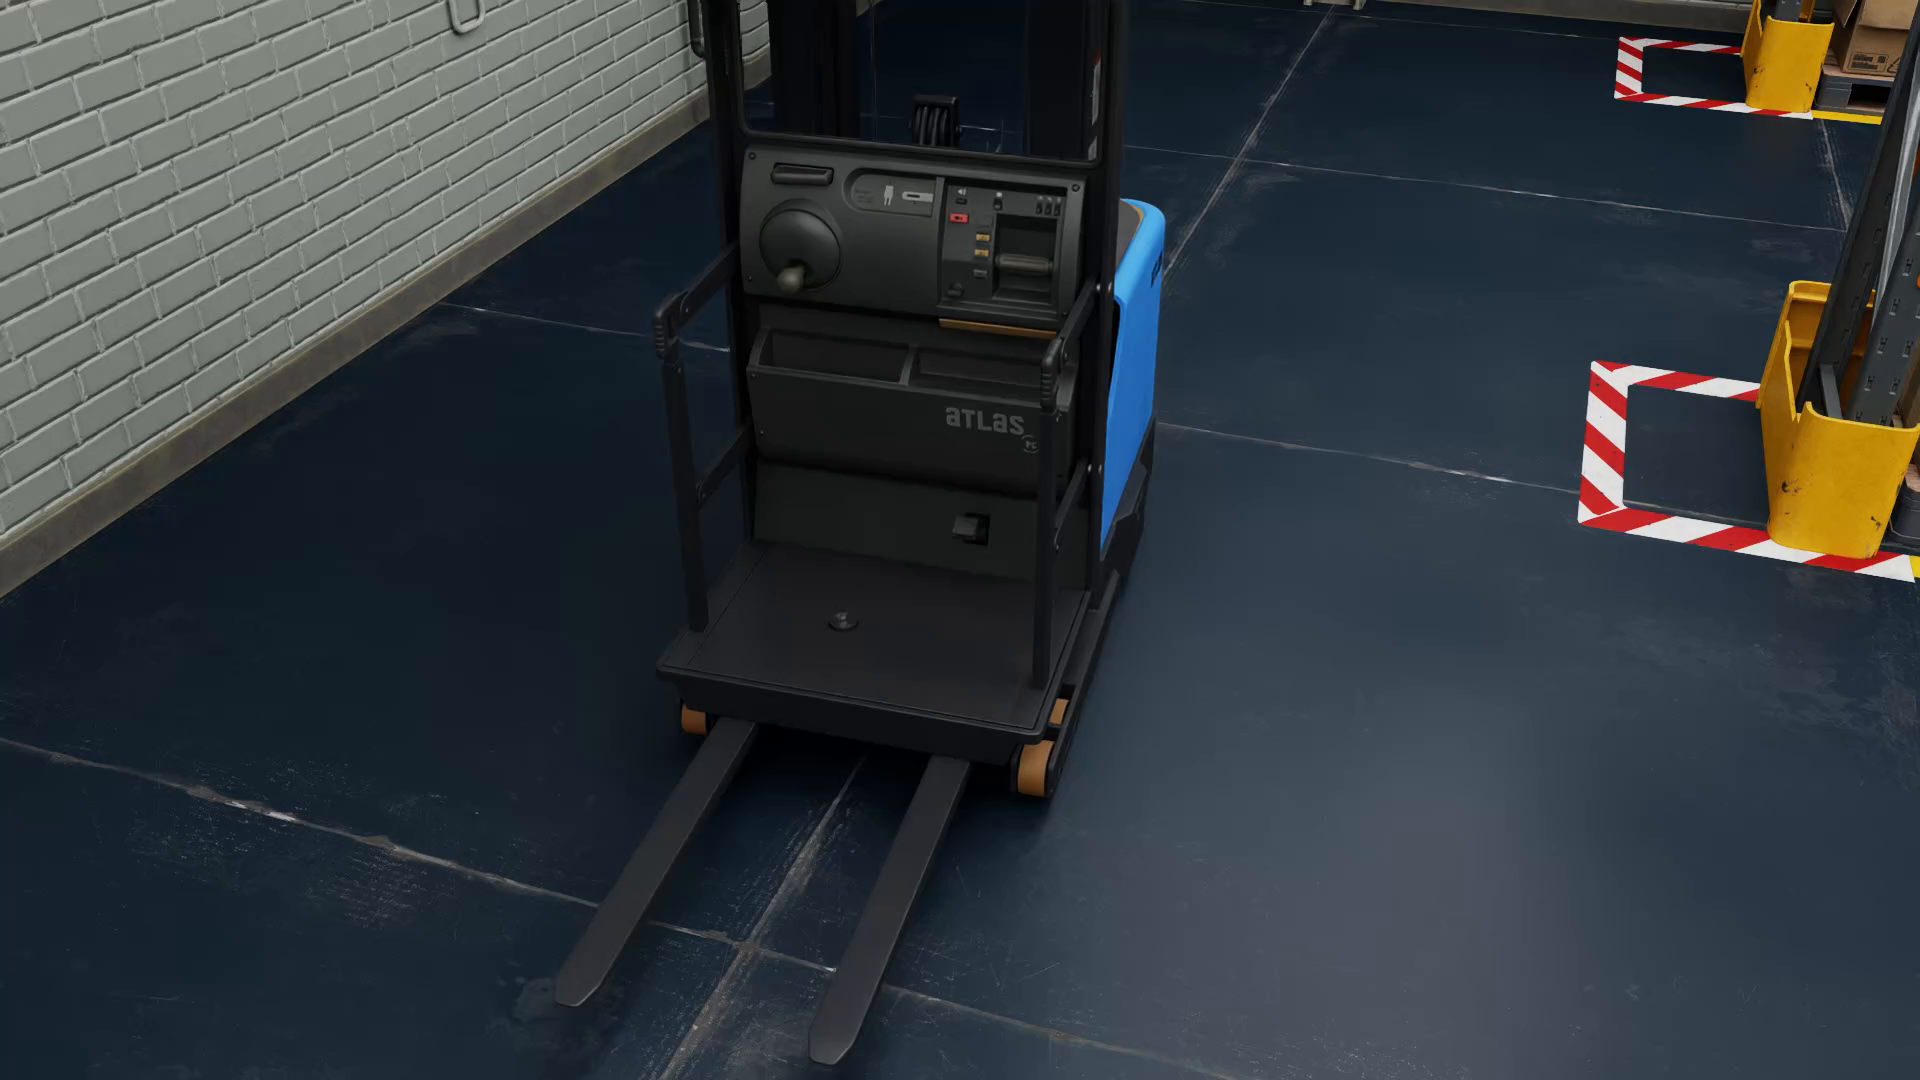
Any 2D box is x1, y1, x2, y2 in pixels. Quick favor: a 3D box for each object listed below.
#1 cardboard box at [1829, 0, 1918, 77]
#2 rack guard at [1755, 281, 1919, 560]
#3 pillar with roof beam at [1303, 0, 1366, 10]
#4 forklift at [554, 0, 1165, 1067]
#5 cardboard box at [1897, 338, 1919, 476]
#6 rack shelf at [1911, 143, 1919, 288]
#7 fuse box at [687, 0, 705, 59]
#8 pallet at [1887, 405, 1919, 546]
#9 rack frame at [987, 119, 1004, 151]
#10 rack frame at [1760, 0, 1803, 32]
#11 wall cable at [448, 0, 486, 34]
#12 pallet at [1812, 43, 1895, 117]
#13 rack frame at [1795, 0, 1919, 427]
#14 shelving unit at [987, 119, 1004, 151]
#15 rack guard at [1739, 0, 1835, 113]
[{"bbox_3d":[5.382,-3.011,9.562,0.637,0.503,0.797,10,34,15],"label":"cardboard box"},{"bbox_3d":[3.145,-0.462,6.005,0.348,0.500,1.175,11,34,16],"label":"rack guard"},{"bbox_3d":[1.152,-5.319,5.692,0.400,9.000,9.100,11,34,16],"label":"pillar with roof beam"},{"bbox_3d":[-0.190,-0.751,4.210,1.130,2.935,3.031,8,34,13],"label":"forklift"},{"bbox_3d":[3.822,-0.538,5.793,0.875,0.438,0.875,10,34,15],"label":"cardboard box"},{"bbox_3d":[5.050,-0.840,4.949,4.000,0.370,1.077,11,34,16],"label":"rack shelf"},{"bbox_3d":[-1.303,-3.033,8.870,0.414,1.711,0.539,11,34,16],"label":"fuse box"},{"bbox_3d":[3.946,-0.230,5.912,1.213,0.211,1.003,11,34,16],"label":"pallet"},{"bbox_3d":[0.122,-0.909,6.051,0.006,1.200,0.240,8,34,12],"label":"rack frame"},{"bbox_3d":[4.838,-4.043,9.247,0.127,3.000,1.000,11,34,16],"label":"rack frame"},{"bbox_3d":[-2.149,-2.968,6.616,0.123,1.953,0.585,11,34,16],"label":"wall cable"},{"bbox_3d":[5.661,-2.712,9.757,1.213,0.211,1.003,11,34,16],"label":"pallet"},{"bbox_3d":[3.167,-1.508,5.320,0.127,3.000,1.000,11,34,16],"label":"rack frame"},{"bbox_3d":[0.211,-0.897,6.033,0.189,1.200,0.258,8,34,12],"label":"shelving unit"},{"bbox_3d":[4.910,-2.979,9.903,0.348,0.500,1.175,11,34,16],"label":"rack guard"}]
